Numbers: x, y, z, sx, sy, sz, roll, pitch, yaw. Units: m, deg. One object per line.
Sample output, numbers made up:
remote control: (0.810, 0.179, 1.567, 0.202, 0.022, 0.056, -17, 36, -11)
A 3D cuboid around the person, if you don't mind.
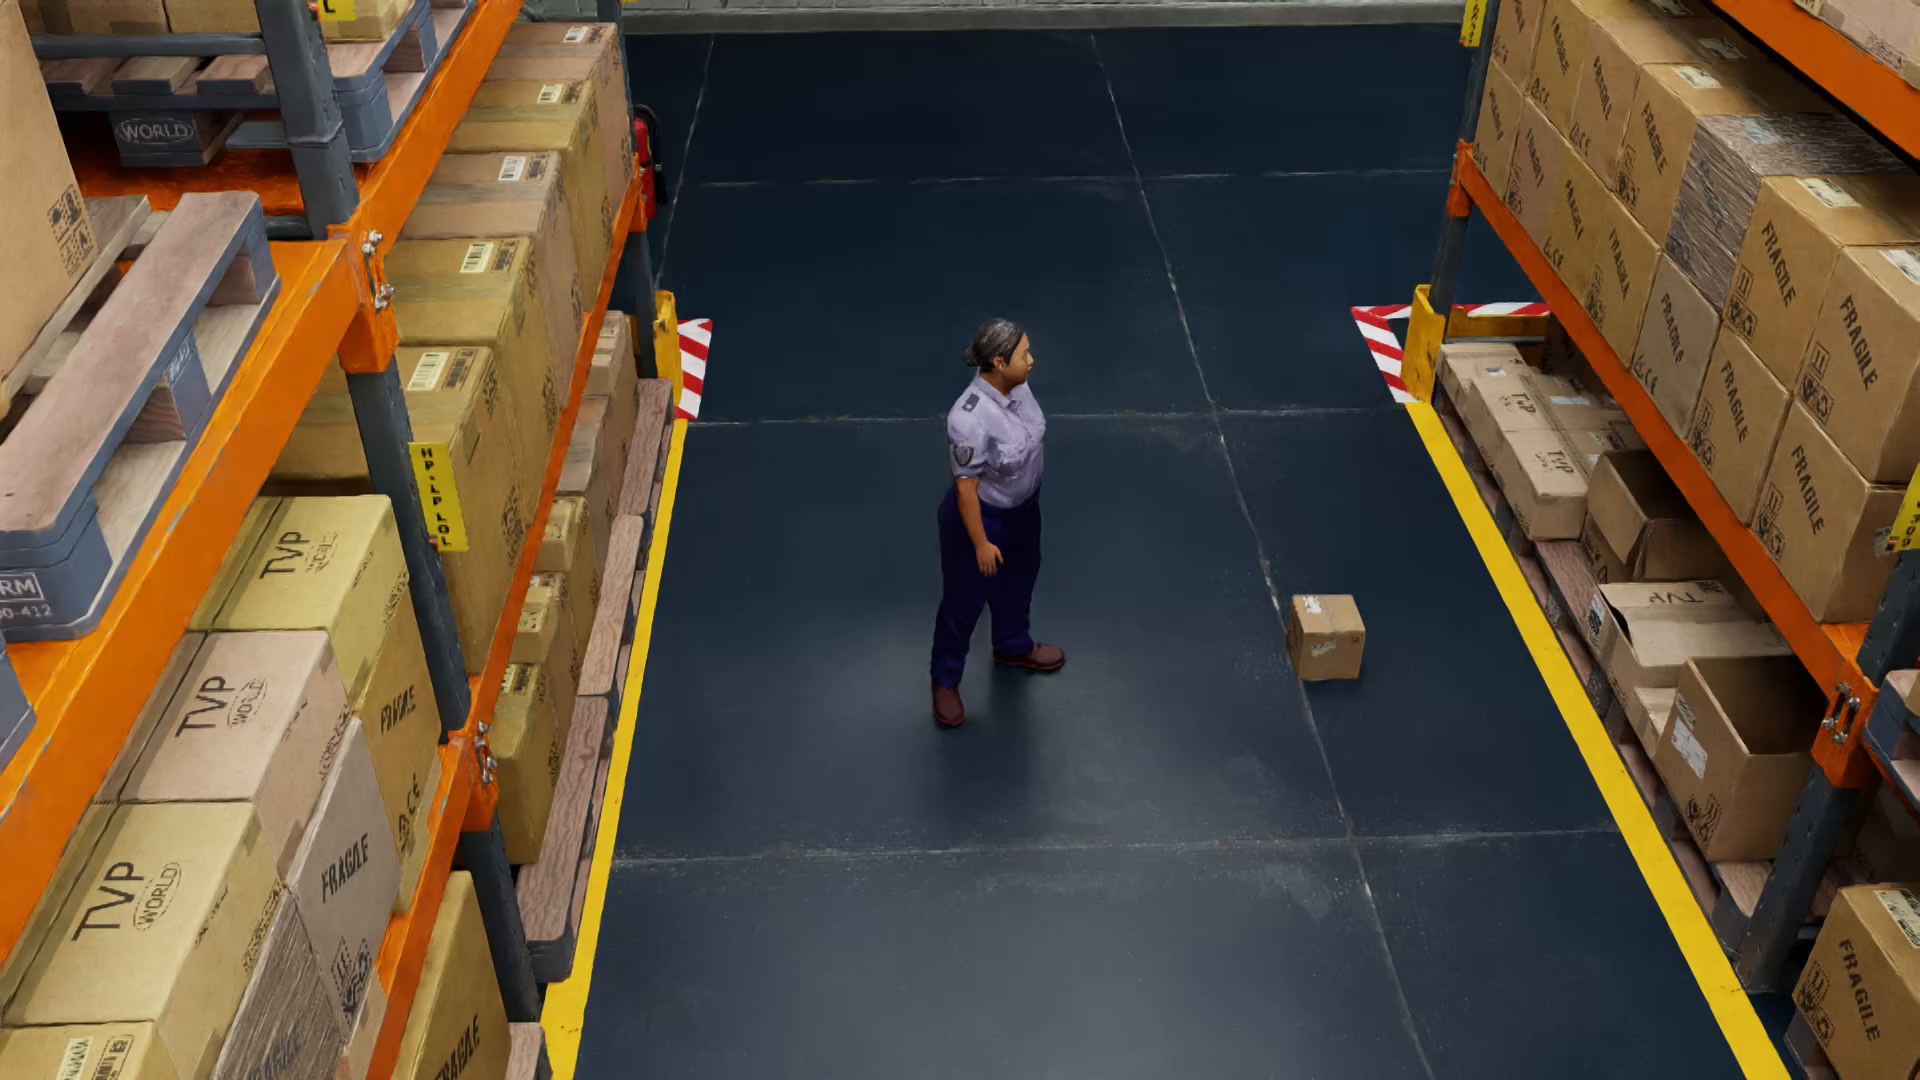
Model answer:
person: (0.119, -0.085, 6.250, 0.404, 1.655, 0.624, 19, 40, 25)
